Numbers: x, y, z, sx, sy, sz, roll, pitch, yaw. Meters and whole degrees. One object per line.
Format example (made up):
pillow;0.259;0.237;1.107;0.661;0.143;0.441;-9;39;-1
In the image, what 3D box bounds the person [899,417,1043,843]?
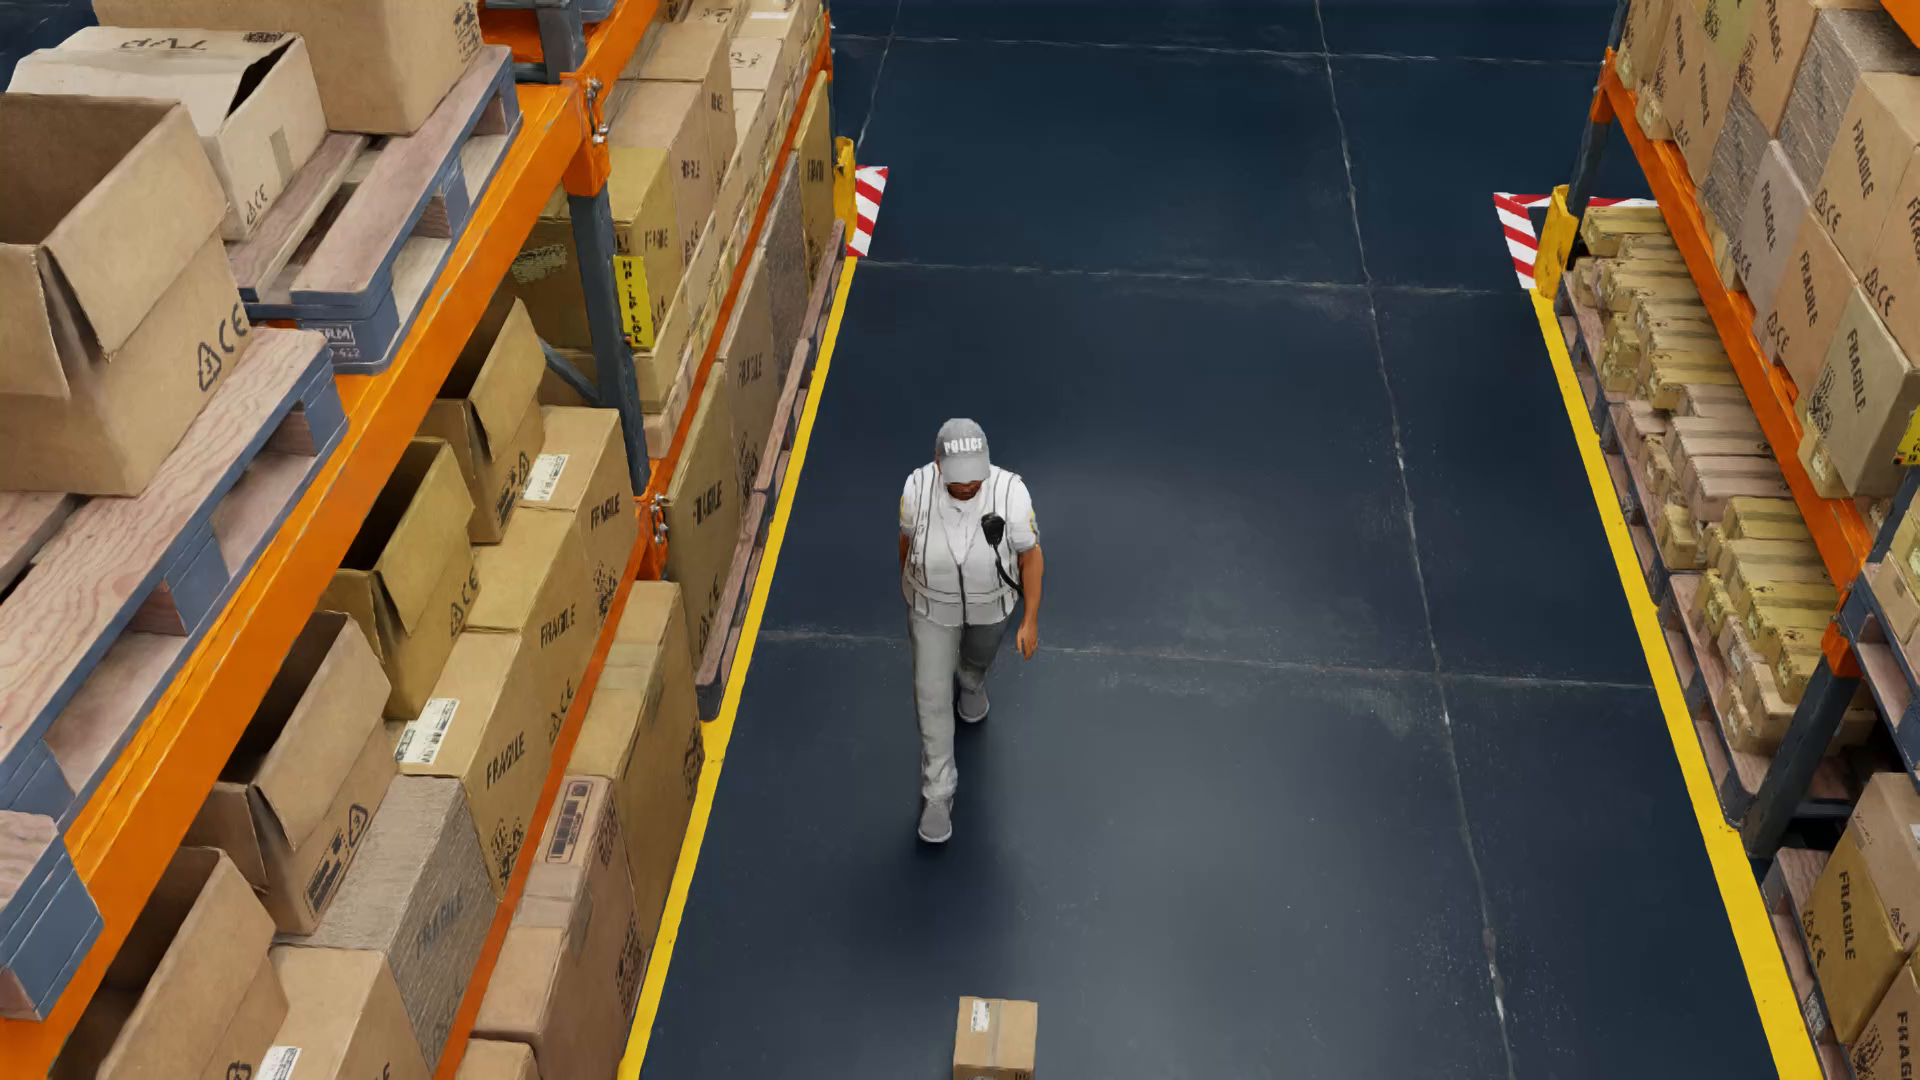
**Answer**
person;0.040;0.236;5.889;0.496;1.606;0.940;-2;40;-2
